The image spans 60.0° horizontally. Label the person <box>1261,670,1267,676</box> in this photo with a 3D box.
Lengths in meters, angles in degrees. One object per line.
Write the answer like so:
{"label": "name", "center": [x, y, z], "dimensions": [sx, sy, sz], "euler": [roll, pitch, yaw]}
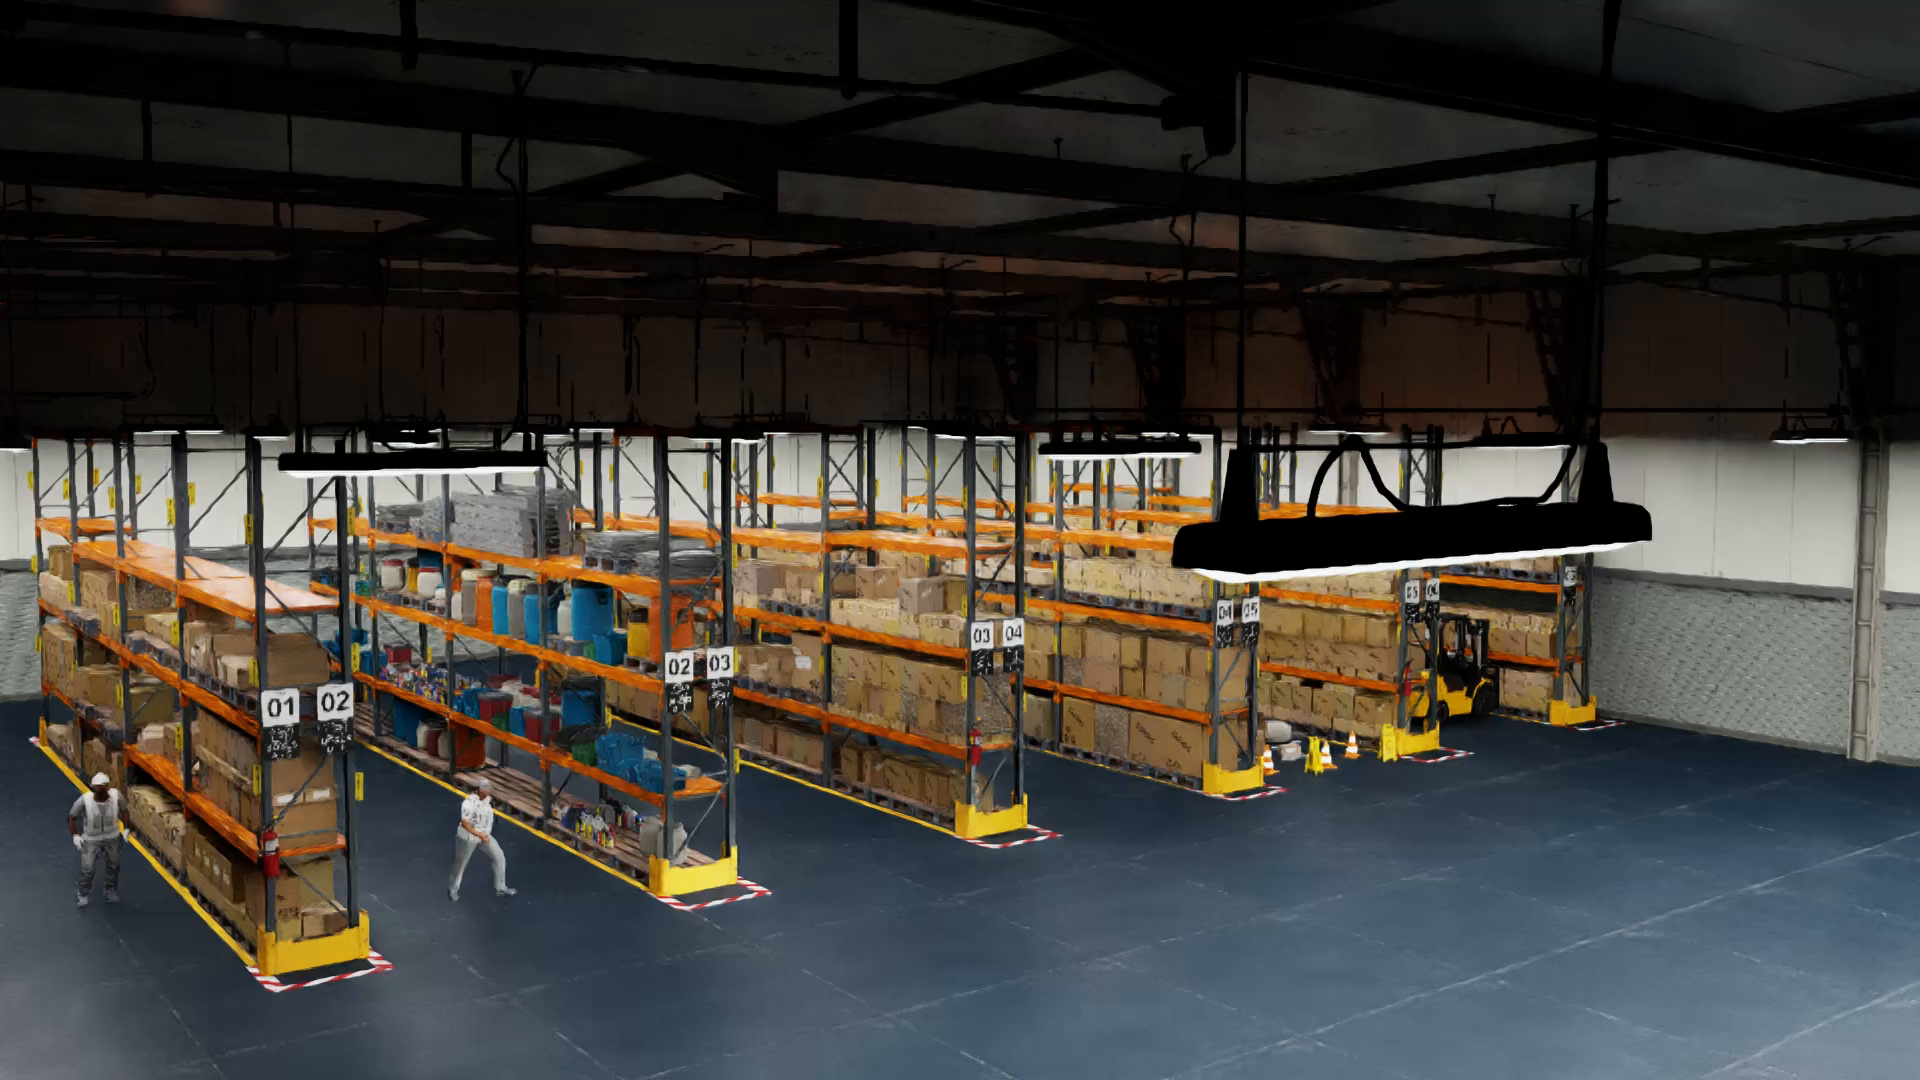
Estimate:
{"label": "person", "center": [6.778, 2.569, 36.685], "dimensions": [0.562, 1.752, 0.623], "euler": [-1, 5, -7]}

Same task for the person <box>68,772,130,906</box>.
{"label": "person", "center": [-10.966, 3.806, 21.211], "dimensions": [0.702, 1.735, 0.549], "euler": [-4, 6, -38]}

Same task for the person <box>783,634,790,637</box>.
{"label": "person", "center": [-4.798, 1.811, 46.437], "dimensions": [0.621, 1.766, 0.615], "euler": [0, 4, -2]}

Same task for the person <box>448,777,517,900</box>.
{"label": "person", "center": [-6.240, 3.838, 21.511], "dimensions": [0.782, 1.604, 0.662], "euler": [3, 5, 33]}
